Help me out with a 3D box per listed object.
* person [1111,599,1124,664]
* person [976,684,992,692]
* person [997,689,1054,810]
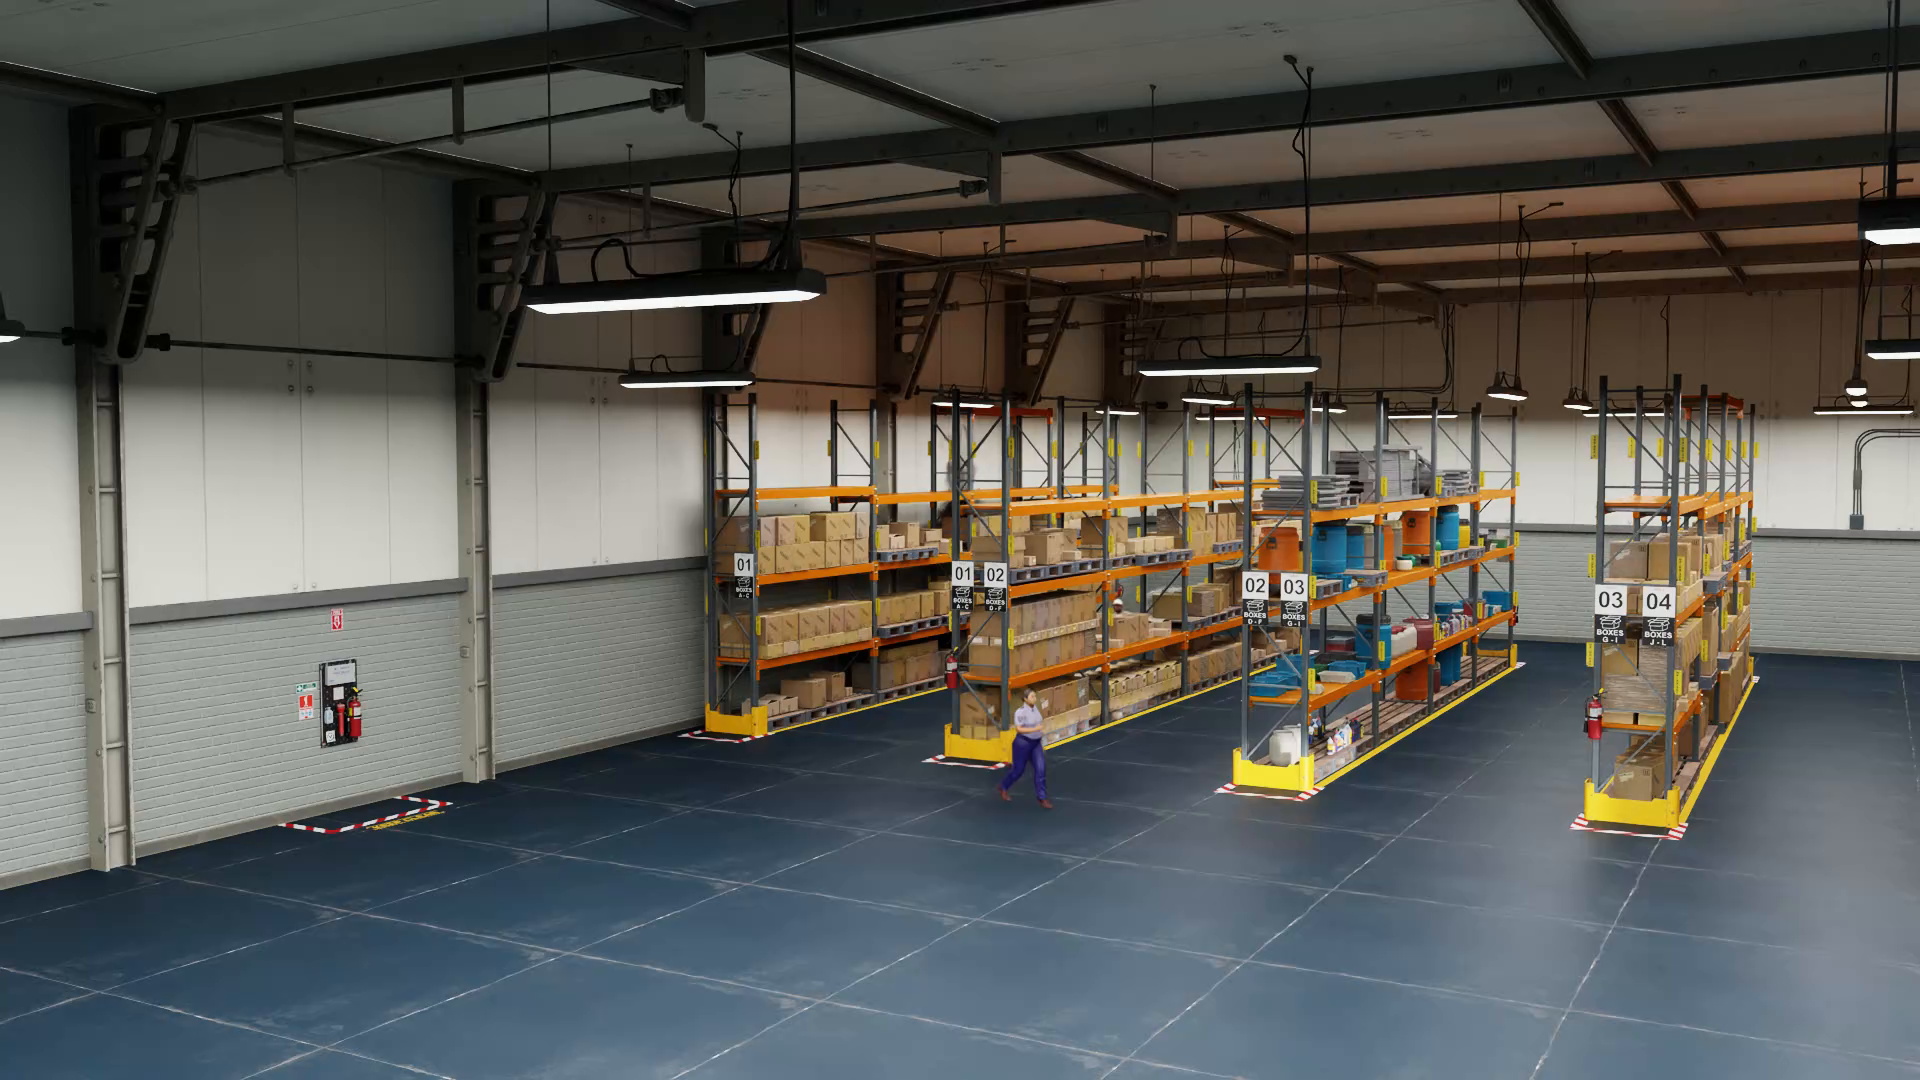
[{"bbox_3d":[3.432,2.169,36.375,0.623,1.760,0.814,1,3,17],"label":"person"},{"bbox_3d":[0.440,2.347,32.834,0.642,1.700,0.887,1,3,18],"label":"person"},{"bbox_3d":[0.924,2.897,23.285,0.933,1.652,0.598,3,4,43],"label":"person"}]
